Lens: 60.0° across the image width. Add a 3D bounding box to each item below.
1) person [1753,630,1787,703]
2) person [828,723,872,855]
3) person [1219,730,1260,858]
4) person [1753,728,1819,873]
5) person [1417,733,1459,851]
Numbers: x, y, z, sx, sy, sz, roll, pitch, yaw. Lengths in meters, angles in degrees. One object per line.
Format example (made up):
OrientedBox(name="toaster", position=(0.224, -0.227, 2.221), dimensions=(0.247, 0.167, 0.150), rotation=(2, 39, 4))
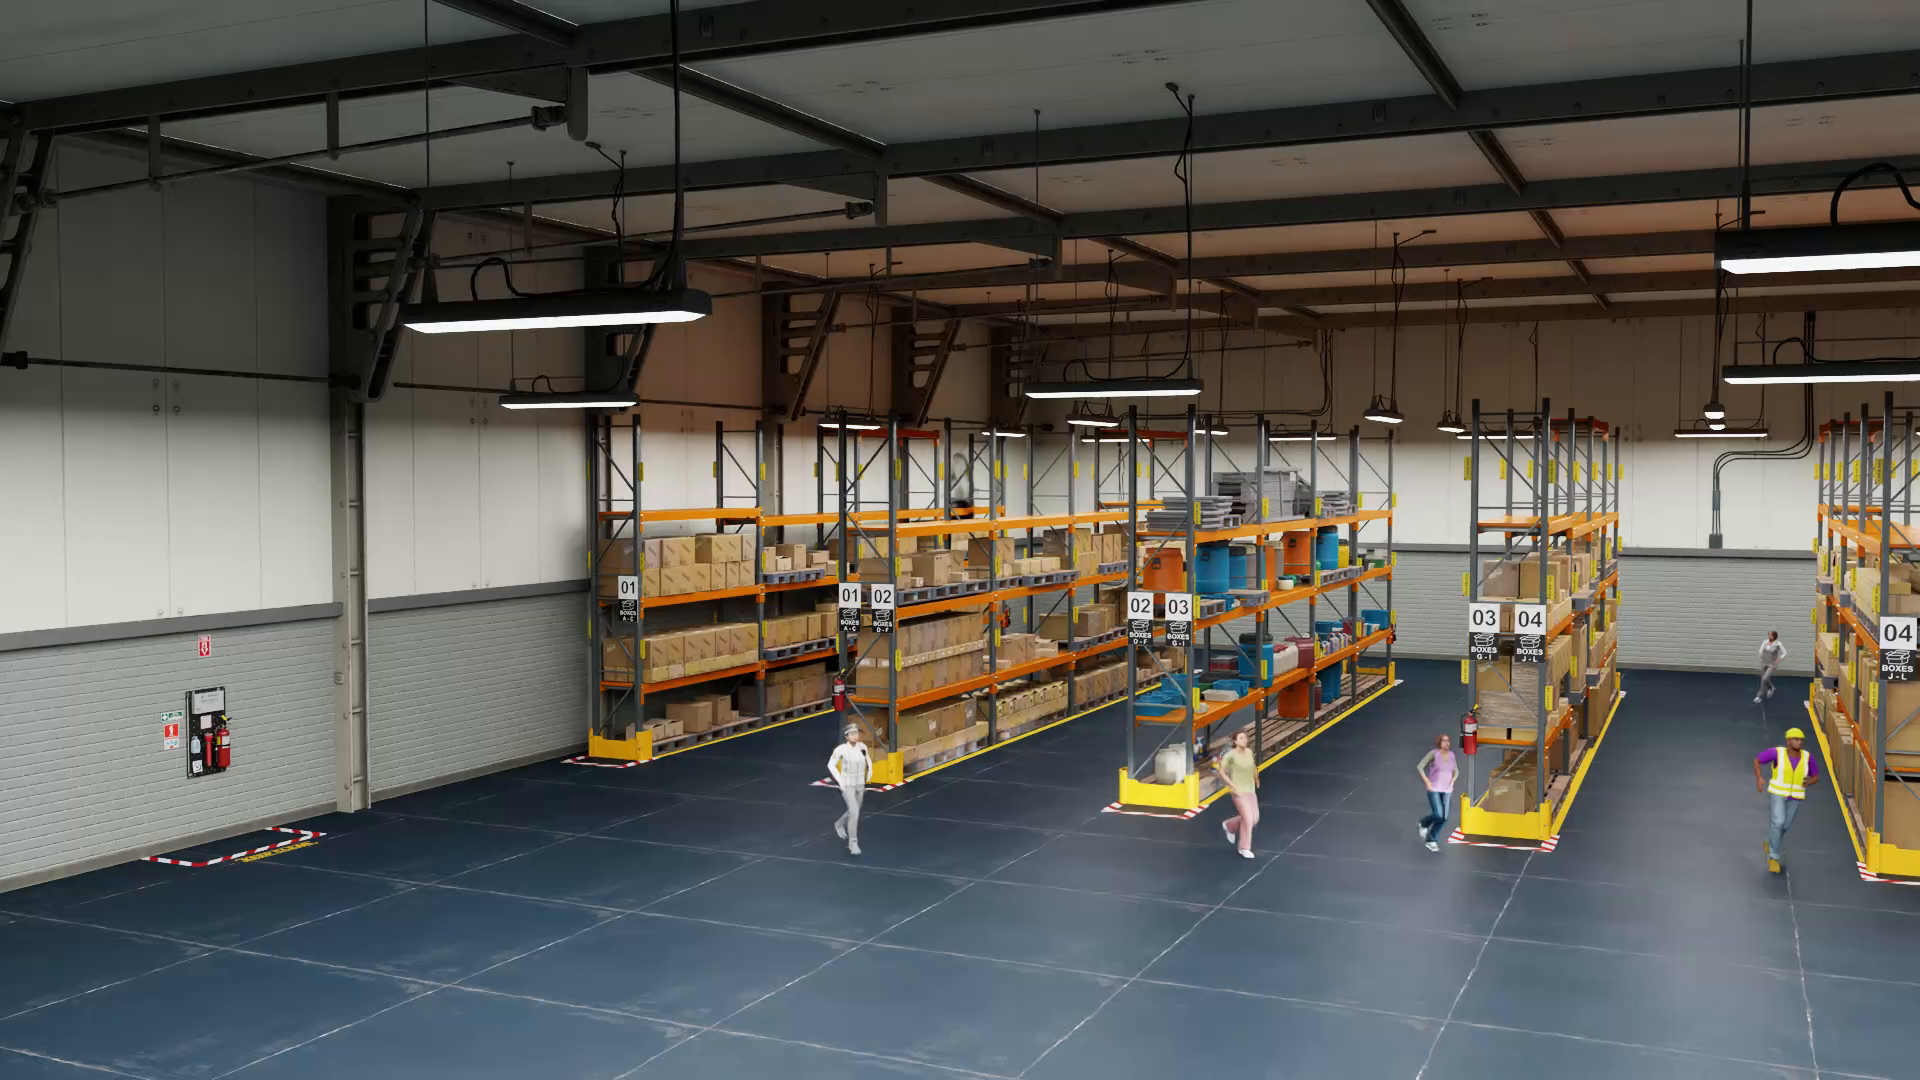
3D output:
OrientedBox(name="person", position=(17.564, 2.734, 36.013), dimensions=(0.733, 1.582, 0.565), rotation=(-2, 3, -33))
OrientedBox(name="person", position=(-1.465, 3.266, 22.045), dimensions=(0.622, 1.738, 0.726), rotation=(-2, 3, -34))
OrientedBox(name="person", position=(3.655, 3.295, 21.780), dimensions=(0.577, 1.644, 0.603), rotation=(-1, 3, -30))
OrientedBox(name="person", position=(10.506, 3.270, 21.115), dimensions=(0.725, 1.791, 0.879), rotation=(0, 2, 7))
OrientedBox(name="person", position=(6.362, 3.330, 22.022), dimensions=(0.527, 1.552, 0.521), rotation=(-1, 2, -14))
